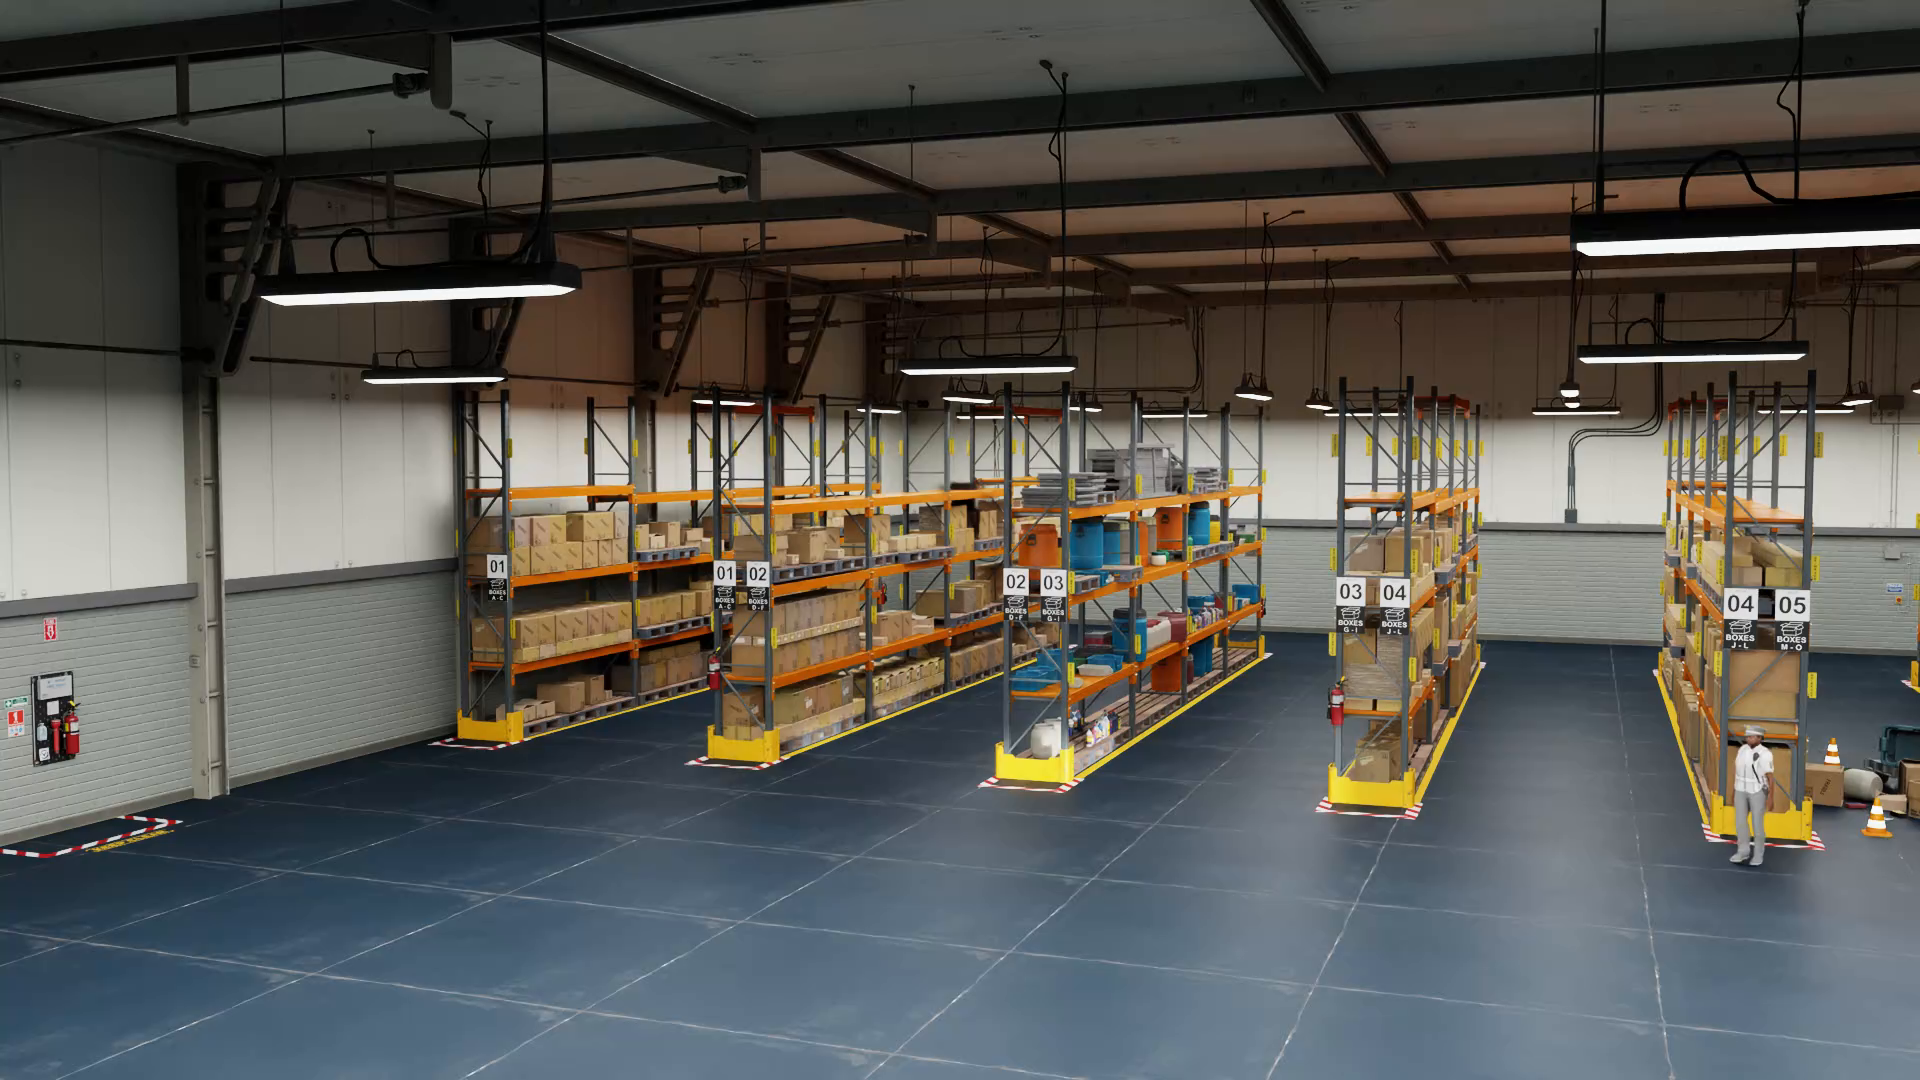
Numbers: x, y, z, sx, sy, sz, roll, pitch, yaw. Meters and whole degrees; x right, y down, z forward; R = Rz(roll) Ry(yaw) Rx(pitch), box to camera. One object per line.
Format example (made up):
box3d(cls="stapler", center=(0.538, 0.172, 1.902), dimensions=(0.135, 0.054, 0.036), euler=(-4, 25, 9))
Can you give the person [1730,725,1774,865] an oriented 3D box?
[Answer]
box3d(cls="person", center=(9.525, 3.053, 20.014), dimensions=(0.350, 1.682, 0.524), euler=(-2, 4, -34))
